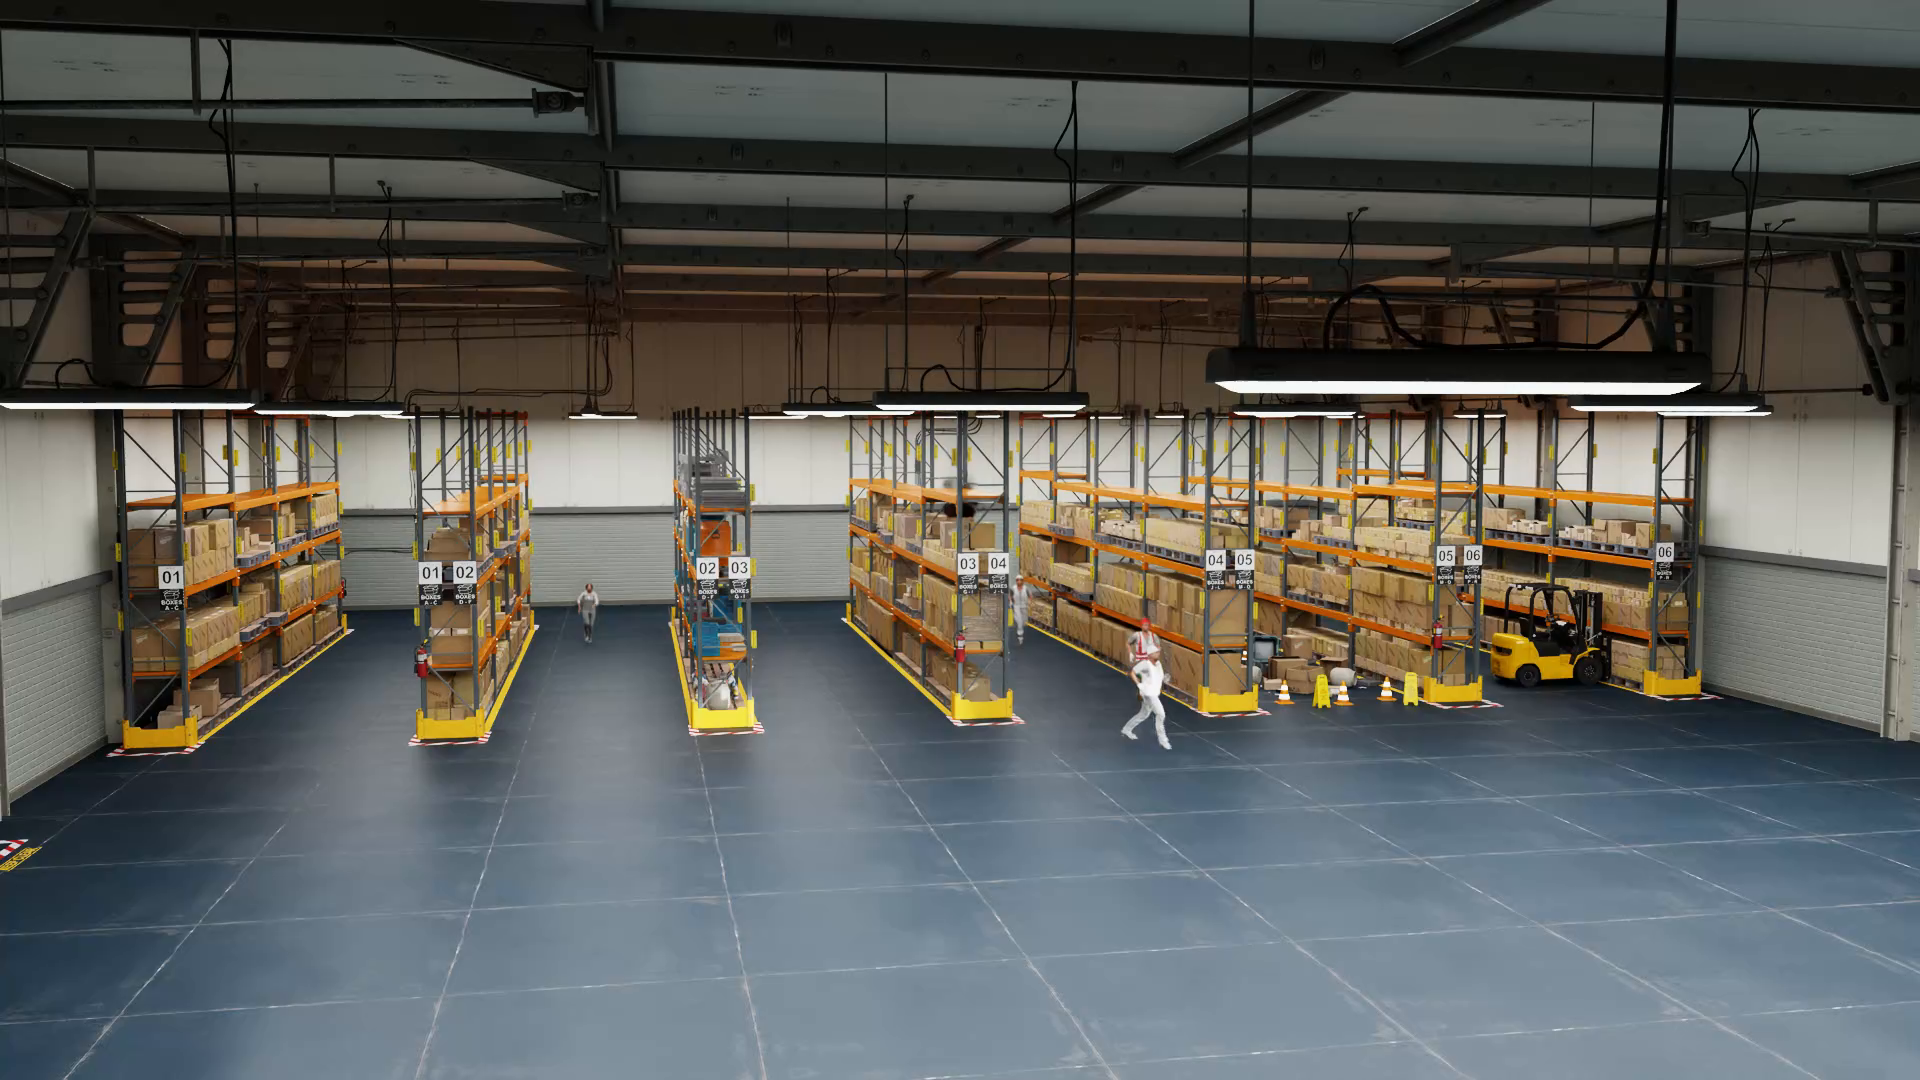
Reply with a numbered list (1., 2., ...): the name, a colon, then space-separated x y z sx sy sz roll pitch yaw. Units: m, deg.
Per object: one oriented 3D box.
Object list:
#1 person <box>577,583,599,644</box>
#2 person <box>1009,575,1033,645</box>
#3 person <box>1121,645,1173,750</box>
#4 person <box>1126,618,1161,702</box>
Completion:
1. person: -9.550 1.882 42.782 0.502 1.580 0.730 -2 4 -24
2. person: 1.566 1.791 43.017 0.648 1.776 0.789 0 4 -3
3. person: 3.324 2.760 29.338 0.999 1.836 0.646 2 4 23
4. person: 3.695 2.456 33.305 0.661 1.806 0.929 -1 4 -15
